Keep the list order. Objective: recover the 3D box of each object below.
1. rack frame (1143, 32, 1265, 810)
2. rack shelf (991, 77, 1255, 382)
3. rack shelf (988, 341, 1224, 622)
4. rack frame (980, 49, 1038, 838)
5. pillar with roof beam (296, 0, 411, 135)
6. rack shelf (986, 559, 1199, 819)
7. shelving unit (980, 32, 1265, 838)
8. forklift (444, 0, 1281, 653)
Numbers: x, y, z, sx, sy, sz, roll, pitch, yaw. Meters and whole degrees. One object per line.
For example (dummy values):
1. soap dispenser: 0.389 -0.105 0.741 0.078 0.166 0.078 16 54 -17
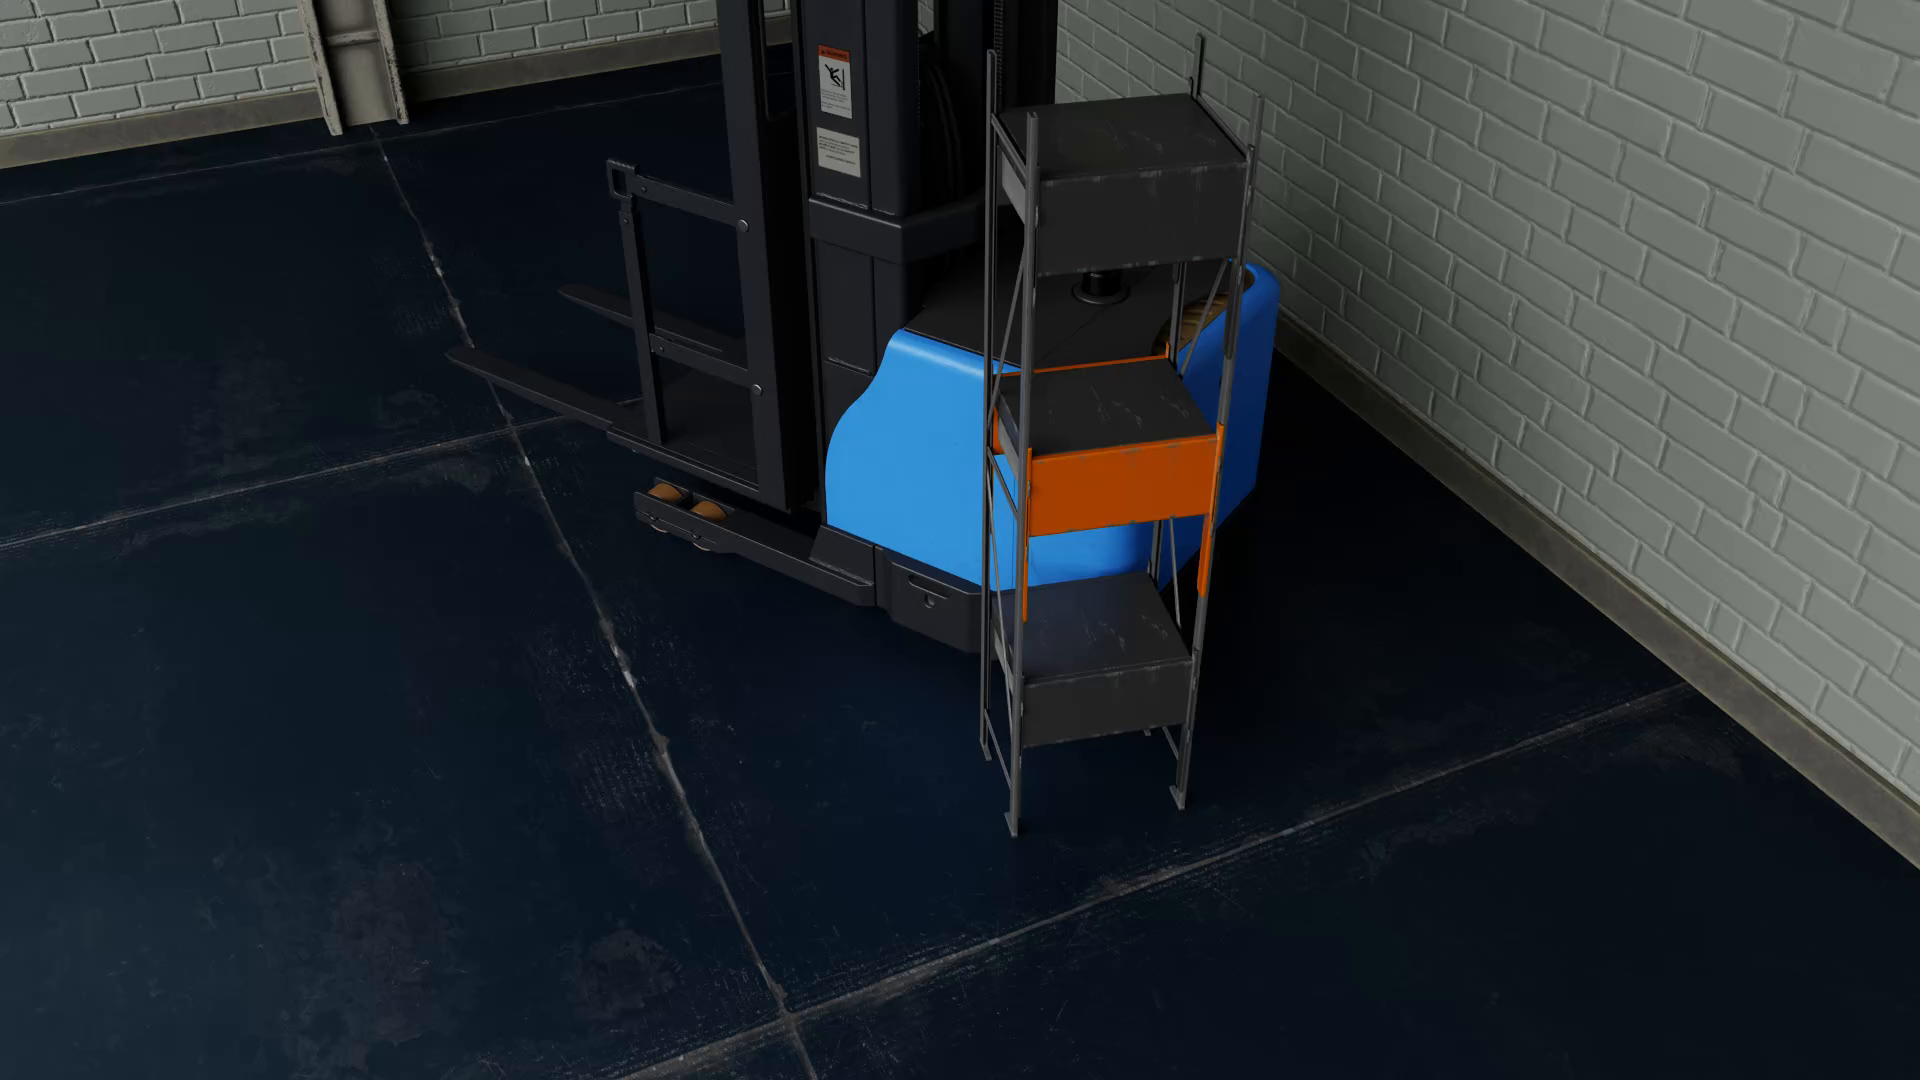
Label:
1. rack frame: 0.586 -0.194 4.249 0.015 2.100 0.400 -8 37 -10
2. rack shelf: 0.348 -0.714 3.797 0.480 0.518 0.431 -8 37 -10
3. rack shelf: 0.348 -0.151 4.214 0.480 0.518 0.431 -8 37 -10
4. rack frame: 0.110 -0.131 4.164 0.015 2.100 0.400 -8 37 -10
5. pillar with roof beam: -1.287 -3.506 2.923 0.400 9.000 9.100 -16 39 -20
6. rack shelf: 0.348 0.411 4.631 0.480 0.518 0.431 -8 37 -10
7. shelving unit: 0.348 -0.162 4.206 0.503 2.100 0.431 -8 37 -10
8. forklift: -0.520 -1.381 5.152 3.031 2.935 1.130 21 42 26
